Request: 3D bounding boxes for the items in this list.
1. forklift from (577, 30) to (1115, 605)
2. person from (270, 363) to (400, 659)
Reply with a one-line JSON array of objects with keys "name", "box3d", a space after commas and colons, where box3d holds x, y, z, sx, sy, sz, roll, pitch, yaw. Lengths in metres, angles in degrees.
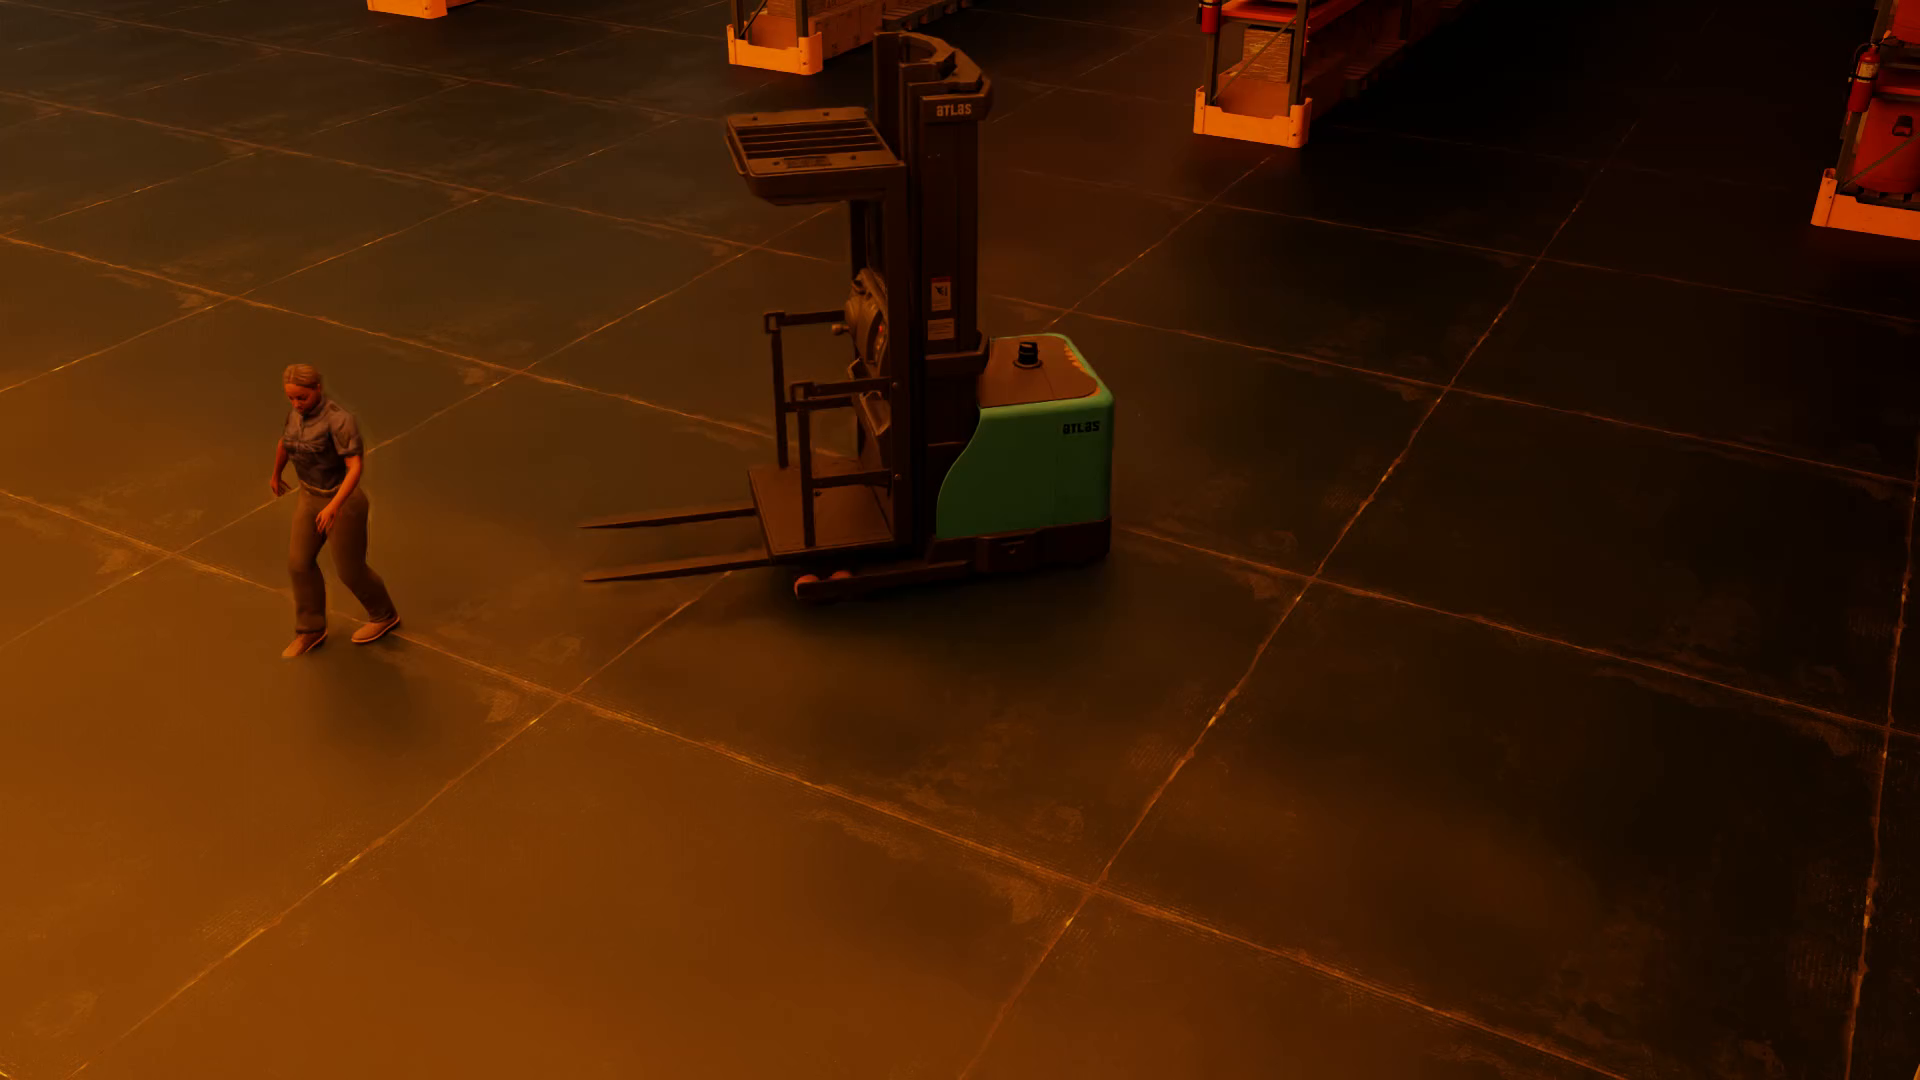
[{"name": "forklift", "box3d": [-0.693, -1.196, 9.142, 3.031, 2.935, 1.130, -7, 31, -12]}, {"name": "person", "box3d": [-3.366, -0.131, 8.662, 0.907, 1.665, 0.614, 19, 35, 30]}]
